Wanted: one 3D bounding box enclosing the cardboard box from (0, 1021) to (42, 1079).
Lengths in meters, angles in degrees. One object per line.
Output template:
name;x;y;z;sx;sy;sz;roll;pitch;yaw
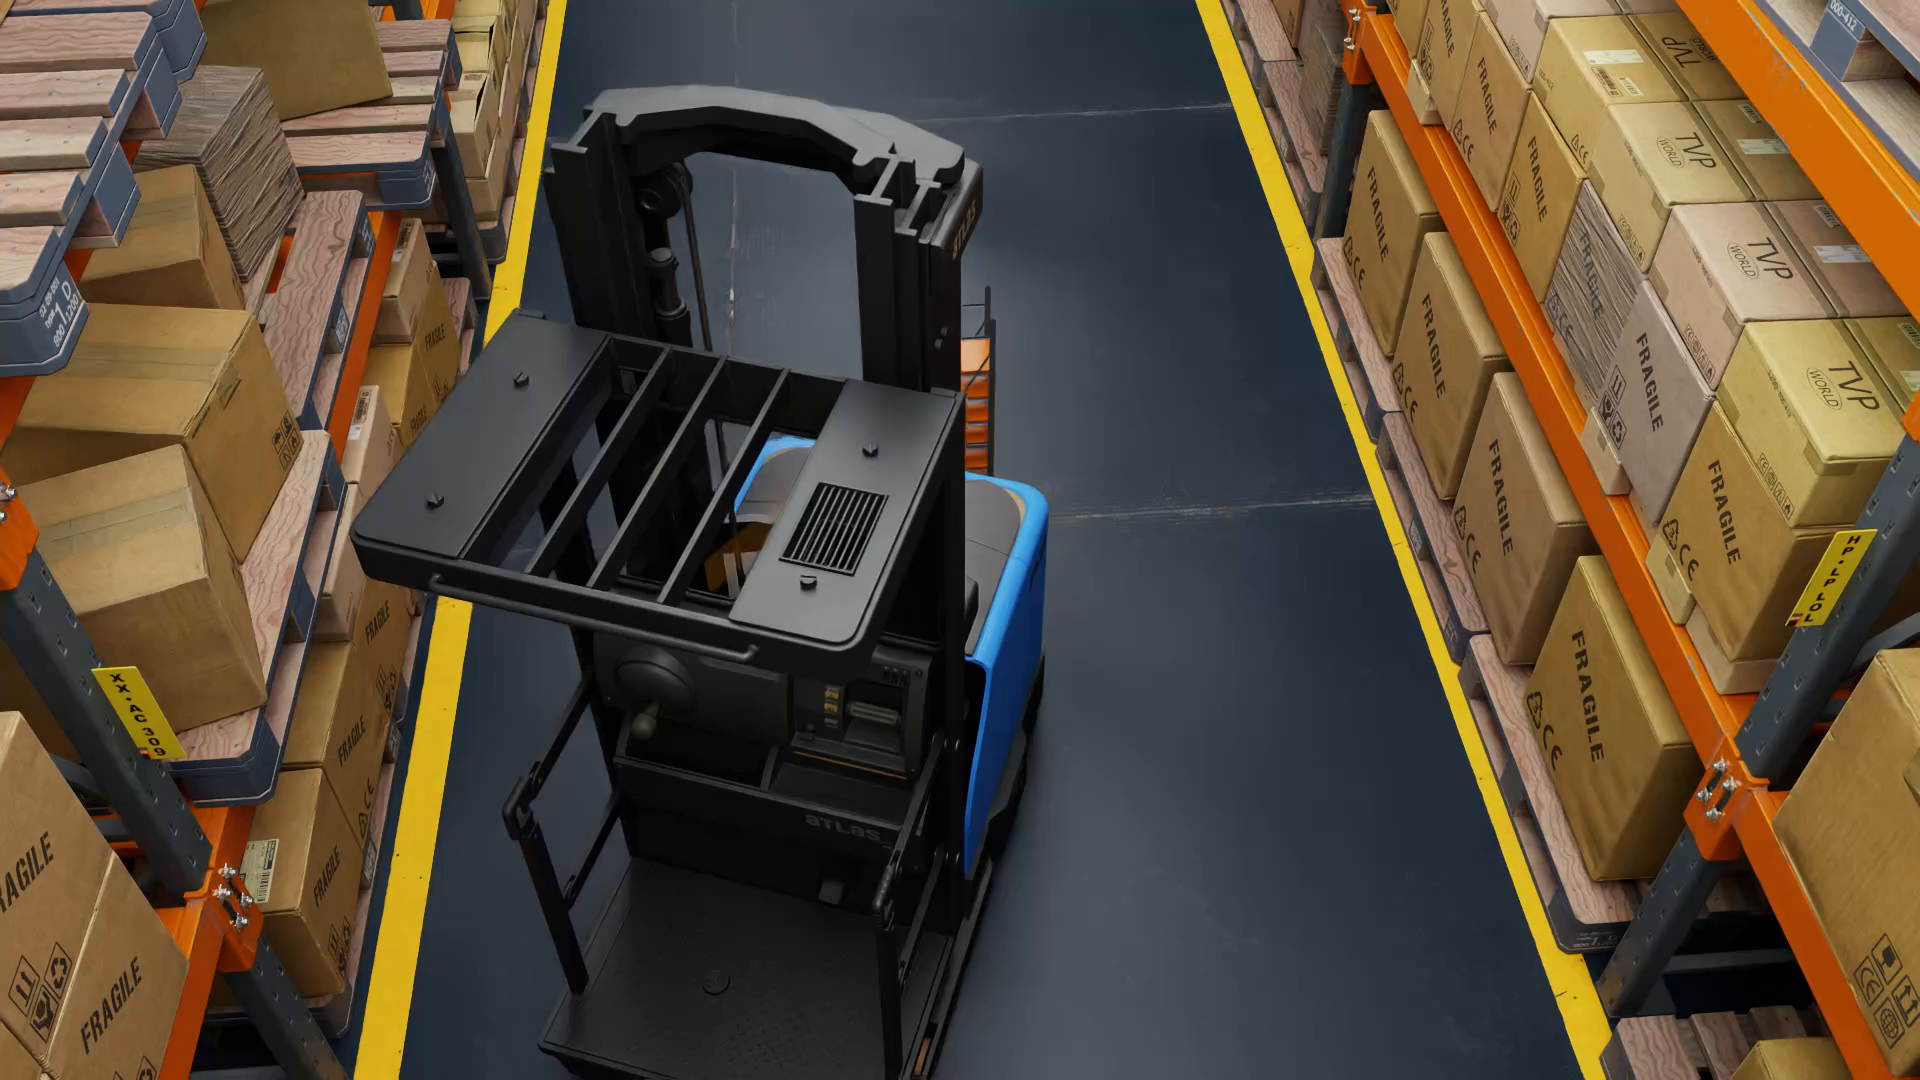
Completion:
cardboard box;-2.030;1.069;2.914;0.500;0.500;0.500;-4;47;-4

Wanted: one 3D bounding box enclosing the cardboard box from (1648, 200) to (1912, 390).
cardboard box;2.232;-0.672;4.516;0.500;0.250;0.500;-3;47;-2

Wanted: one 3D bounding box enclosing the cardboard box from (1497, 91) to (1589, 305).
cardboard box;2.137;-1.133;5.470;0.500;0.500;0.500;-2;47;-2

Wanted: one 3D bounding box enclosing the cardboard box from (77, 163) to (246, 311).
cardboard box;-2.586;-0.727;5.014;0.700;0.500;0.500;-14;48;-13

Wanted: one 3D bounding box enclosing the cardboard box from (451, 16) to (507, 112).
cardboard box;-2.515;-2.336;8.115;0.500;0.311;0.500;-5;47;-4

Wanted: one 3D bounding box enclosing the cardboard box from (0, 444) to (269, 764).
cardboard box;-2.193;0.191;4.145;0.700;0.500;0.500;-18;49;-16

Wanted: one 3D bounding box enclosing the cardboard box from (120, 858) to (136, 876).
cardboard box;-2.703;1.095;5.066;0.500;0.500;0.500;-4;47;-4

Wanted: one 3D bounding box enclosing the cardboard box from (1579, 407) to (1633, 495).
cardboard box;2.147;-0.284;5.113;0.380;0.149;0.250;-3;47;-3

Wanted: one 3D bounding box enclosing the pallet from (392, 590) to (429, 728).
pallet;-2.587;0.214;6.402;1.003;0.211;1.213;-3;47;-3

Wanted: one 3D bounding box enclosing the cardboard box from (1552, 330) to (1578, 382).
cardboard box;2.187;-0.647;5.456;0.380;0.149;0.250;-5;47;-4

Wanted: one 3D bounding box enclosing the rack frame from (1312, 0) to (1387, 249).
rack frame;2.225;-2.472;7.025;1.000;3.000;0.127;-3;47;-3

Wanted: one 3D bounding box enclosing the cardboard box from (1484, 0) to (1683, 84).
cardboard box;2.097;-1.778;5.564;0.500;0.250;0.500;-3;47;-3

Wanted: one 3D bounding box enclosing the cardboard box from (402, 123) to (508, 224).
cardboard box;-2.462;-1.763;7.959;0.500;0.250;0.500;-4;47;-3

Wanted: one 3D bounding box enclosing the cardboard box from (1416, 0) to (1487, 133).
cardboard box;2.045;-1.869;6.166;0.500;0.500;0.500;-2;47;-2

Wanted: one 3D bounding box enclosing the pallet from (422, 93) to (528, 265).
pallet;-2.741;-1.807;8.316;1.003;0.211;1.213;-3;47;-3

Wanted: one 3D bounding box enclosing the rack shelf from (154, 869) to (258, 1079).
rack shelf;-2.209;2.421;2.887;1.077;0.370;4.000;-3;47;-3

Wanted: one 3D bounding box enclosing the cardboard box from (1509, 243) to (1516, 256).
cardboard box;2.161;-1.031;5.819;0.380;0.149;0.250;-3;47;-3

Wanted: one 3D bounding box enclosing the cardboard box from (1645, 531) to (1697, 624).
cardboard box;2.205;0.093;4.755;0.380;0.149;0.250;-3;47;-3

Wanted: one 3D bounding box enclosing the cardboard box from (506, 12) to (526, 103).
cardboard box;-2.555;-2.503;8.659;0.500;0.250;0.500;-5;47;-4

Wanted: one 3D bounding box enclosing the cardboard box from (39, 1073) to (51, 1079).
cardboard box;-2.034;1.411;3.279;0.500;0.500;0.500;-2;47;-2

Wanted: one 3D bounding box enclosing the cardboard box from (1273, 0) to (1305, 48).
cardboard box;2.116;-3.019;8.961;0.700;0.500;0.500;-4;47;-4

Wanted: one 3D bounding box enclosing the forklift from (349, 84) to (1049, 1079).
forklift;-0.592;0.491;4.267;1.130;2.935;3.031;12;48;11

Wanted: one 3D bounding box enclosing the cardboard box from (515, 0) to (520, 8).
cardboard box;-2.599;-3.077;8.816;0.500;0.311;0.500;-4;47;-4

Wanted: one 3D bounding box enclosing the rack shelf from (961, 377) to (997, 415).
rack shelf;-0.001;-0.558;6.182;0.258;0.103;0.180;-3;47;-3

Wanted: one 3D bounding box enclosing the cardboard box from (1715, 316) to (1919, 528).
cardboard box;2.266;-0.301;4.165;0.500;0.250;0.500;-2;47;-2

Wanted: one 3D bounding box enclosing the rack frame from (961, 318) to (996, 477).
rack frame;0.006;-0.357;6.262;0.240;1.200;0.006;-3;47;-3

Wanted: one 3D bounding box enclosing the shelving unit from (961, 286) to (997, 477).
shelving unit;-0.001;-0.423;6.324;0.258;1.200;0.189;-3;47;-3

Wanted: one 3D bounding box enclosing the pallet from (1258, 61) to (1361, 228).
pallet;2.161;-2.078;8.573;1.003;0.211;1.213;-3;47;-3

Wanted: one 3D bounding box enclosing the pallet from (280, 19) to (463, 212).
pallet;-2.584;-1.616;6.346;1.213;0.211;1.003;-3;47;-3

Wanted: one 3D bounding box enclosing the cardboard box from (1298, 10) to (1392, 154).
cardboard box;2.113;-2.281;8.263;0.700;0.500;0.500;-3;47;-3

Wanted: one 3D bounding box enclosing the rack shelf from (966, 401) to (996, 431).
rack shelf;-0.001;-0.475;6.269;0.258;0.103;0.180;-3;47;-3

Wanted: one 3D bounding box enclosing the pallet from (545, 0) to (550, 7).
pallet;-2.945;-3.572;9.988;1.003;0.211;1.213;-3;47;-3

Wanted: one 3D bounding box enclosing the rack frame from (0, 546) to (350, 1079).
rack frame;-2.373;0.726;3.996;0.949;2.616;0.053;-3;47;-3

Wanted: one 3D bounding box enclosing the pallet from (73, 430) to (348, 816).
pallet;-2.334;0.208;4.620;1.003;0.211;1.213;-3;47;-3

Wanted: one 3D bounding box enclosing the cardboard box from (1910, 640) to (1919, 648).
cardboard box;2.772;-0.069;4.462;0.500;0.500;0.500;-5;47;-5

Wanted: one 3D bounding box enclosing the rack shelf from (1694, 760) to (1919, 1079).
rack shelf;2.727;2.117;3.175;1.077;0.370;4.000;-3;47;-3

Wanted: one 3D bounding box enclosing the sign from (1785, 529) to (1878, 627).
sign;2.020;0.092;3.854;0.100;0.325;0.005;-3;47;-3

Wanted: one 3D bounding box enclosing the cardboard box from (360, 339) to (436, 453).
cardboard box;-2.356;-0.423;6.503;0.500;0.500;0.500;-5;47;-5

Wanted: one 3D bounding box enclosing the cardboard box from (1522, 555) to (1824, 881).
cardboard box;2.376;0.555;5.350;0.750;0.750;0.750;-3;47;-3

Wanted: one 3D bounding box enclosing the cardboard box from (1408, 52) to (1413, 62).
cardboard box;2.034;-1.957;6.697;0.380;0.149;0.250;-3;47;-3

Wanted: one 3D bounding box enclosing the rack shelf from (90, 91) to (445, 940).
rack shelf;-2.544;-0.473;5.628;1.077;0.370;4.000;-3;47;-3

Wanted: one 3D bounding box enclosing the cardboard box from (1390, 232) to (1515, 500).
cardboard box;2.223;-0.703;6.541;0.750;0.750;0.750;-4;47;-3

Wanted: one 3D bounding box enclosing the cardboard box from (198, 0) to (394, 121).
cardboard box;-2.546;-1.898;6.123;0.700;0.500;0.500;-18;49;-16

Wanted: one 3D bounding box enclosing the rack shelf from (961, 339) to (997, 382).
rack shelf;-0.001;-0.640;6.095;0.258;0.103;0.180;-3;47;-3

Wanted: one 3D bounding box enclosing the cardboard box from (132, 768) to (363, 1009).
cardboard box;-2.174;1.070;5.090;0.500;0.500;0.500;-5;47;-5

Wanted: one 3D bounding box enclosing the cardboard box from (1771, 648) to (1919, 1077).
cardboard box;2.589;0.713;3.802;0.980;0.700;0.700;-3;47;-3

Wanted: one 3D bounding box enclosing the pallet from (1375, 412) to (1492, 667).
pallet;2.315;-0.057;6.659;1.003;0.211;1.213;-3;47;-3

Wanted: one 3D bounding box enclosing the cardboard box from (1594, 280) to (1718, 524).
cardboard box;2.217;-0.408;4.783;0.500;0.500;0.500;-3;47;-3

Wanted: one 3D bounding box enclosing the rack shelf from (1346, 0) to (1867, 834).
rack shelf;2.392;-0.777;5.916;1.077;0.370;4.000;-3;47;-3

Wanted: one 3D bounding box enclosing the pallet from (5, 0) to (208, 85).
pallet;-2.451;-1.467;4.137;1.213;0.211;1.003;-3;47;-3

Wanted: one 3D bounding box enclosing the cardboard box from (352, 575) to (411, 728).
cardboard box;-2.264;0.323;5.797;0.500;0.500;0.500;-3;47;-3

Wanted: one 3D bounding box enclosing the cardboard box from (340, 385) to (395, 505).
cardboard box;-2.300;-0.274;5.846;0.500;0.250;0.500;-4;47;-4

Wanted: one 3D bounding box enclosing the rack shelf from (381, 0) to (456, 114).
rack shelf;-2.879;-3.367;8.369;1.077;0.370;4.000;-3;47;-3

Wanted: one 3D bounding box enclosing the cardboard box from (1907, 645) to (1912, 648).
cardboard box;2.729;0.248;4.609;0.380;0.149;0.250;-5;47;-5
